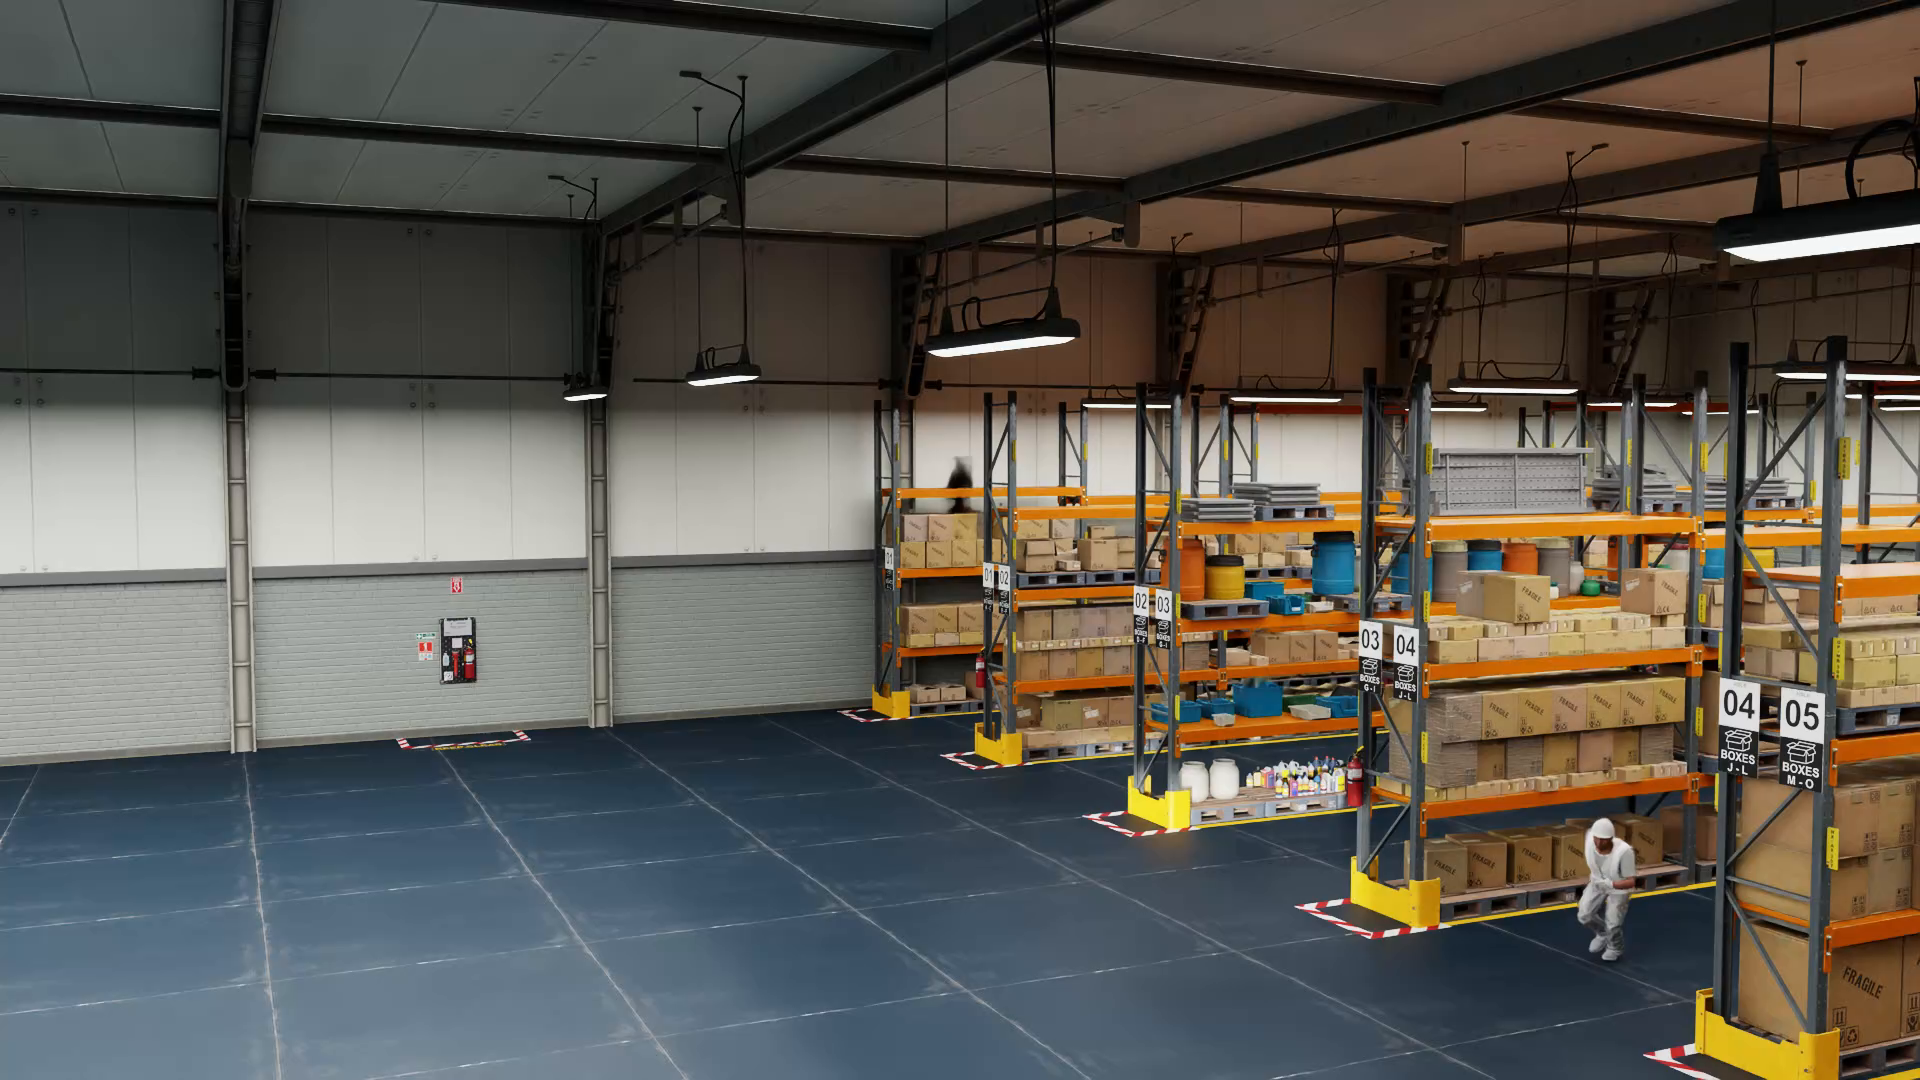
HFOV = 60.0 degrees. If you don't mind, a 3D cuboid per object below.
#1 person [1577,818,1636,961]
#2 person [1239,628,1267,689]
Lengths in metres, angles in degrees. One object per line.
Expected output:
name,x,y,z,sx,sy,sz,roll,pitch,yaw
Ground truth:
person,6.345,3.431,16.300,0.692,1.532,1.044,3,5,45
person,5.563,2.456,31.379,0.655,1.754,0.644,-2,4,-29
